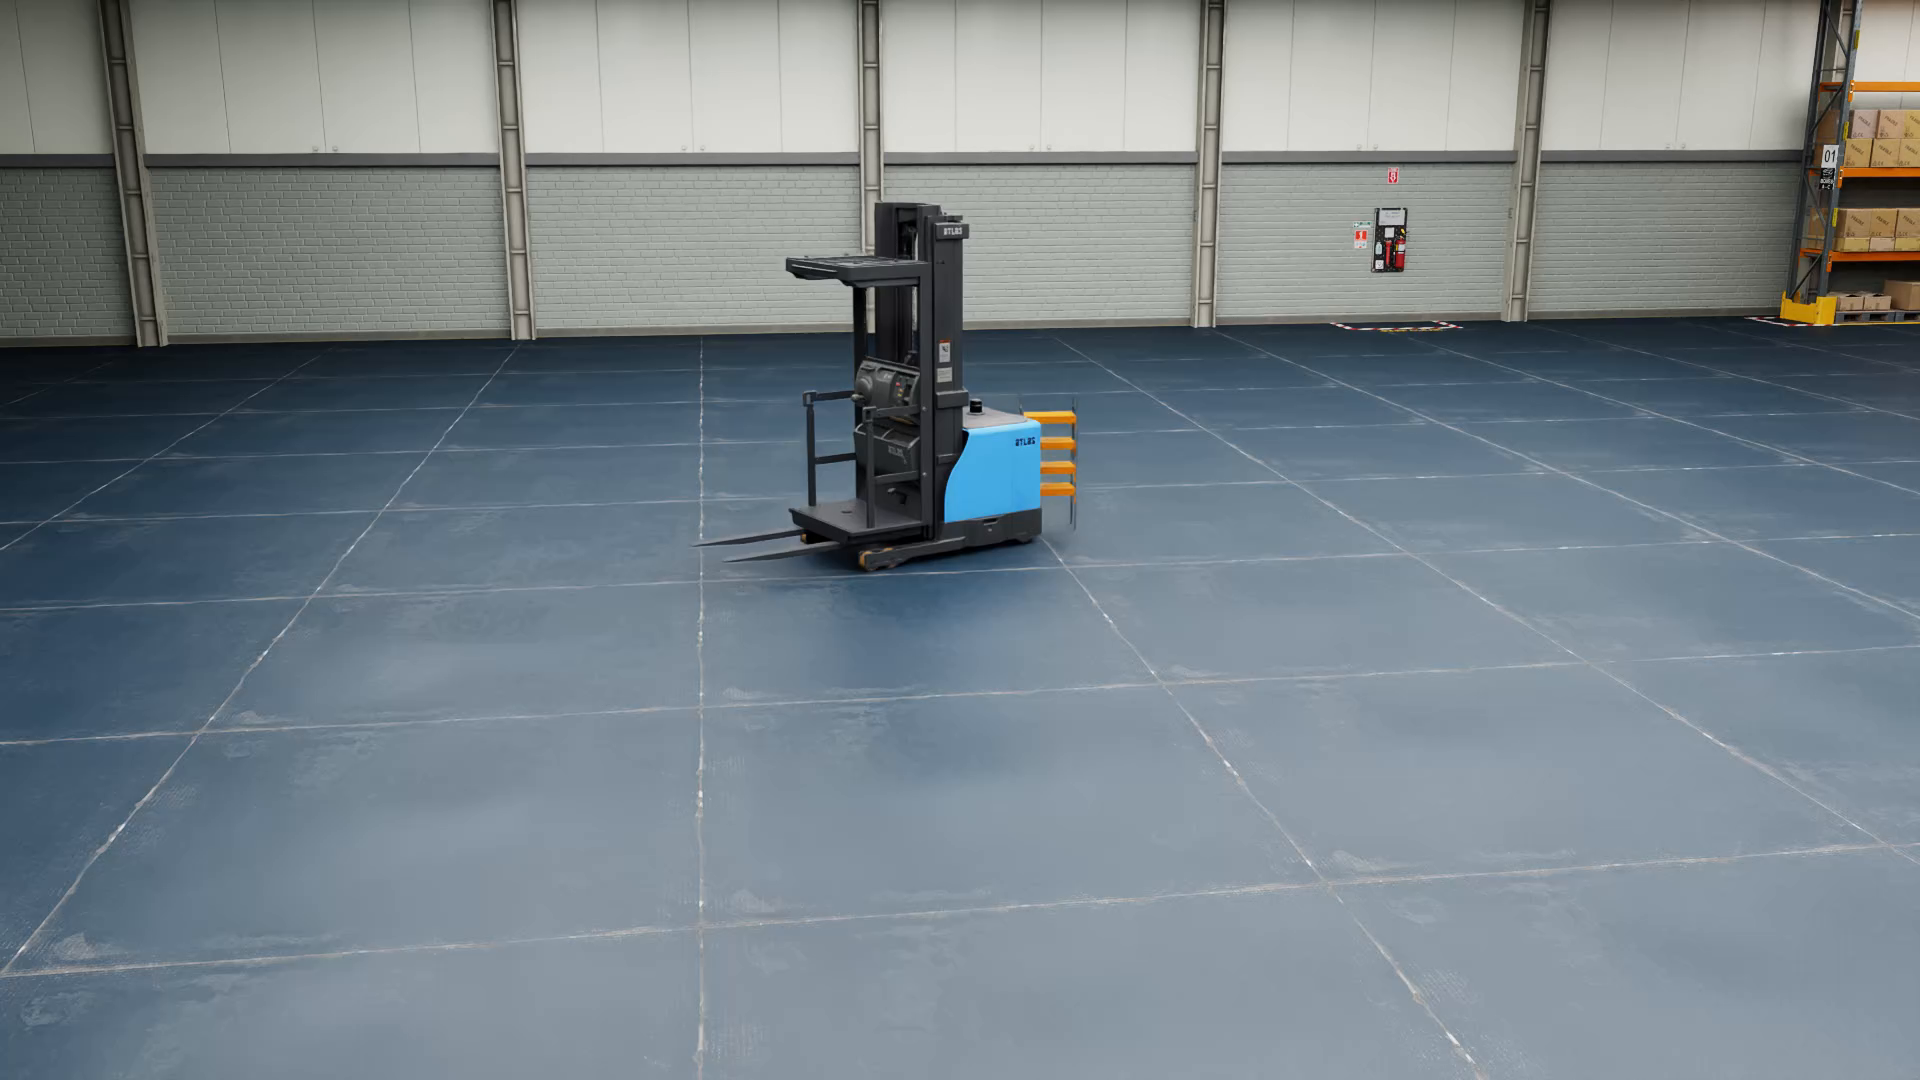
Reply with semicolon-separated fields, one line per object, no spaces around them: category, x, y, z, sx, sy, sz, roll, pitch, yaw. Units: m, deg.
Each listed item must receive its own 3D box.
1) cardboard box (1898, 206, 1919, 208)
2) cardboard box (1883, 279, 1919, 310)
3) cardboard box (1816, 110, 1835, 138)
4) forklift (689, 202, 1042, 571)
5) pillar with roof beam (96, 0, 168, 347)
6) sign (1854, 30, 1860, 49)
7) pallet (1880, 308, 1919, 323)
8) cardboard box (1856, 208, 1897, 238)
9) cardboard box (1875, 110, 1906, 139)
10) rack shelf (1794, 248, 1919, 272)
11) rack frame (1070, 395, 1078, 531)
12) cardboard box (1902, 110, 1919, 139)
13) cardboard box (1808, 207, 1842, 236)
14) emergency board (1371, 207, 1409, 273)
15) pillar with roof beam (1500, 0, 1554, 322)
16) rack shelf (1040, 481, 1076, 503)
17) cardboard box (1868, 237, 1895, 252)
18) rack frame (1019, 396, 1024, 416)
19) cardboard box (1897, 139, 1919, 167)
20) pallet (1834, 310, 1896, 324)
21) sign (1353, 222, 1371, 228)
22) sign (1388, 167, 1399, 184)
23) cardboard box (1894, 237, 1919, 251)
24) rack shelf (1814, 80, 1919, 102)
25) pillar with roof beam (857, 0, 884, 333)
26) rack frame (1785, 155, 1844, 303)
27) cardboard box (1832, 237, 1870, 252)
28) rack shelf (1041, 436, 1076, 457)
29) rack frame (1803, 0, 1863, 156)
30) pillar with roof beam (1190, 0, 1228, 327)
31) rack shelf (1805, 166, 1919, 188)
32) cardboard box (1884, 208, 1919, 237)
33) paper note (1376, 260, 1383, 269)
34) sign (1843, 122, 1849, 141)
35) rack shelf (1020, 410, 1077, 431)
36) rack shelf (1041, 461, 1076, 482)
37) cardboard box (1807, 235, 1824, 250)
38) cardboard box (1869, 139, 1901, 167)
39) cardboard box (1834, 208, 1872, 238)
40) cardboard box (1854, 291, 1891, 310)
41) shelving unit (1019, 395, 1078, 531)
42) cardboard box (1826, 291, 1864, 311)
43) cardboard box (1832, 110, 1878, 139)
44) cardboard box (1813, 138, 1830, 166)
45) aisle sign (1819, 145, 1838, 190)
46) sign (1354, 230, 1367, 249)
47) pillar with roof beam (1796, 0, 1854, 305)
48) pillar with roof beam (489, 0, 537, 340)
cardboard box;17.652;-5.962;31.053;0.500;0.500;0.500;-2;14;-8
cardboard box;17.704;-4.578;31.046;0.500;0.500;0.700;-3;14;-12
cardboard box;16.097;-7.615;30.453;0.500;0.500;0.500;-1;14;-6
forklift;-0.788;-1.309;13.915;3.031;2.935;1.130;-9;17;-33
pillar with roof beam;-12.751;-6.559;22.378;0.400;9.000;9.100;-2;14;-8
sign;15.790;-8.810;29.268;0.005;0.325;0.100;-2;14;-8
pallet;17.797;-4.253;31.248;1.213;0.211;1.003;-2;14;-8
cardboard box;16.717;-5.800;30.408;0.500;0.500;0.500;-2;14;-8
cardboard box;16.630;-7.498;29.987;0.500;0.500;0.500;-2;14;-9
rack shelf;17.687;-5.262;31.018;4.000;0.370;1.077;-2;14;-8
rack frame;1.032;-0.691;15.010;0.015;1.200;0.240;-1;14;-5
cardboard box;17.135;-7.520;30.071;0.500;0.500;0.500;-2;14;-7
cardboard box;16.144;-5.908;30.838;0.500;0.500;0.500;-2;14;-9
emergency board;7.890;-5.474;30.384;0.643;1.169;0.194;-2;14;-8
pillar with roof beam;10.981;-7.429;25.846;0.400;9.000;9.100;-2;14;-8
rack shelf;0.789;-0.428;15.053;0.480;0.148;0.258;-1;14;-5
cardboard box;16.751;-5.439;30.512;0.500;0.250;0.500;-3;14;-10
rack frame;0.546;-0.680;14.966;0.015;1.200;0.240;-1;14;-5
cardboard box;17.127;-7.035;30.192;0.500;0.500;0.500;-1;14;-6
pallet;16.593;-4.210;31.075;1.213;0.211;1.003;-2;14;-8
sign;7.334;-5.752;30.327;0.331;0.109;0.001;-2;14;-8
sign;7.868;-6.623;30.197;0.199;0.298;0.001;-2;14;-8
cardboard box;17.255;-5.456;30.579;0.500;0.250;0.500;-2;14;-9
rack shelf;17.687;-8.171;30.288;4.000;0.370;1.077;-2;14;-8
pillar with roof beam;-0.885;-6.994;24.112;0.400;9.000;9.100;-2;14;-8
rack frame;15.709;-5.539;30.641;0.127;3.000;1.000;-2;14;-8
cardboard box;16.239;-5.417;30.423;0.500;0.250;0.500;-3;14;-10
rack shelf;0.789;-0.837;14.950;0.480;0.148;0.258;-1;14;-5
rack frame;15.709;-8.449;29.911;0.127;3.000;1.000;-2;14;-8
pillar with roof beam;5.048;-7.212;24.979;0.400;9.000;9.100;-2;14;-8
rack shelf;17.687;-6.717;30.653;4.000;0.370;1.077;-2;14;-8
cardboard box;17.228;-5.817;30.477;0.500;0.500;0.500;-3;14;-10
paper note;7.705;-5.057;30.532;0.142;0.148;0.016;-2;14;-8
sign;15.790;-7.287;29.649;0.005;0.325;0.100;-2;14;-8
rack shelf;0.789;-1.067;14.893;0.480;0.148;0.258;-1;14;-5
rack shelf;0.789;-0.620;15.005;0.480;0.148;0.258;-1;14;-5
cardboard box;16.143;-5.539;30.910;0.500;0.250;0.500;-2;14;-7
cardboard box;16.614;-7.015;30.114;0.500;0.500;0.500;-1;14;-5
cardboard box;16.226;-5.784;30.346;0.500;0.500;0.500;-2;14;-8
cardboard box;16.971;-4.472;31.011;0.500;0.311;0.500;-1;14;-4
shelving unit;0.789;-0.685;14.988;0.503;1.200;0.258;-1;14;-5
cardboard box;16.407;-4.451;30.928;0.500;0.311;0.500;-4;15;-15
cardboard box;16.127;-7.492;29.963;0.500;0.500;0.500;-3;14;-12
cardboard box;16.084;-7.128;30.565;0.500;0.500;0.500;-1;14;-4
aisle sign;15.683;-6.725;30.027;0.004;0.787;0.394;-2;14;-8
sign;7.328;-5.497;30.399;0.234;0.329;0.001;-2;14;-8
pillar with roof beam;16.914;-7.647;26.713;0.400;9.000;9.100;-2;14;-8
pillar with roof beam;-6.818;-6.777;23.245;0.400;9.000;9.100;-2;14;-8
